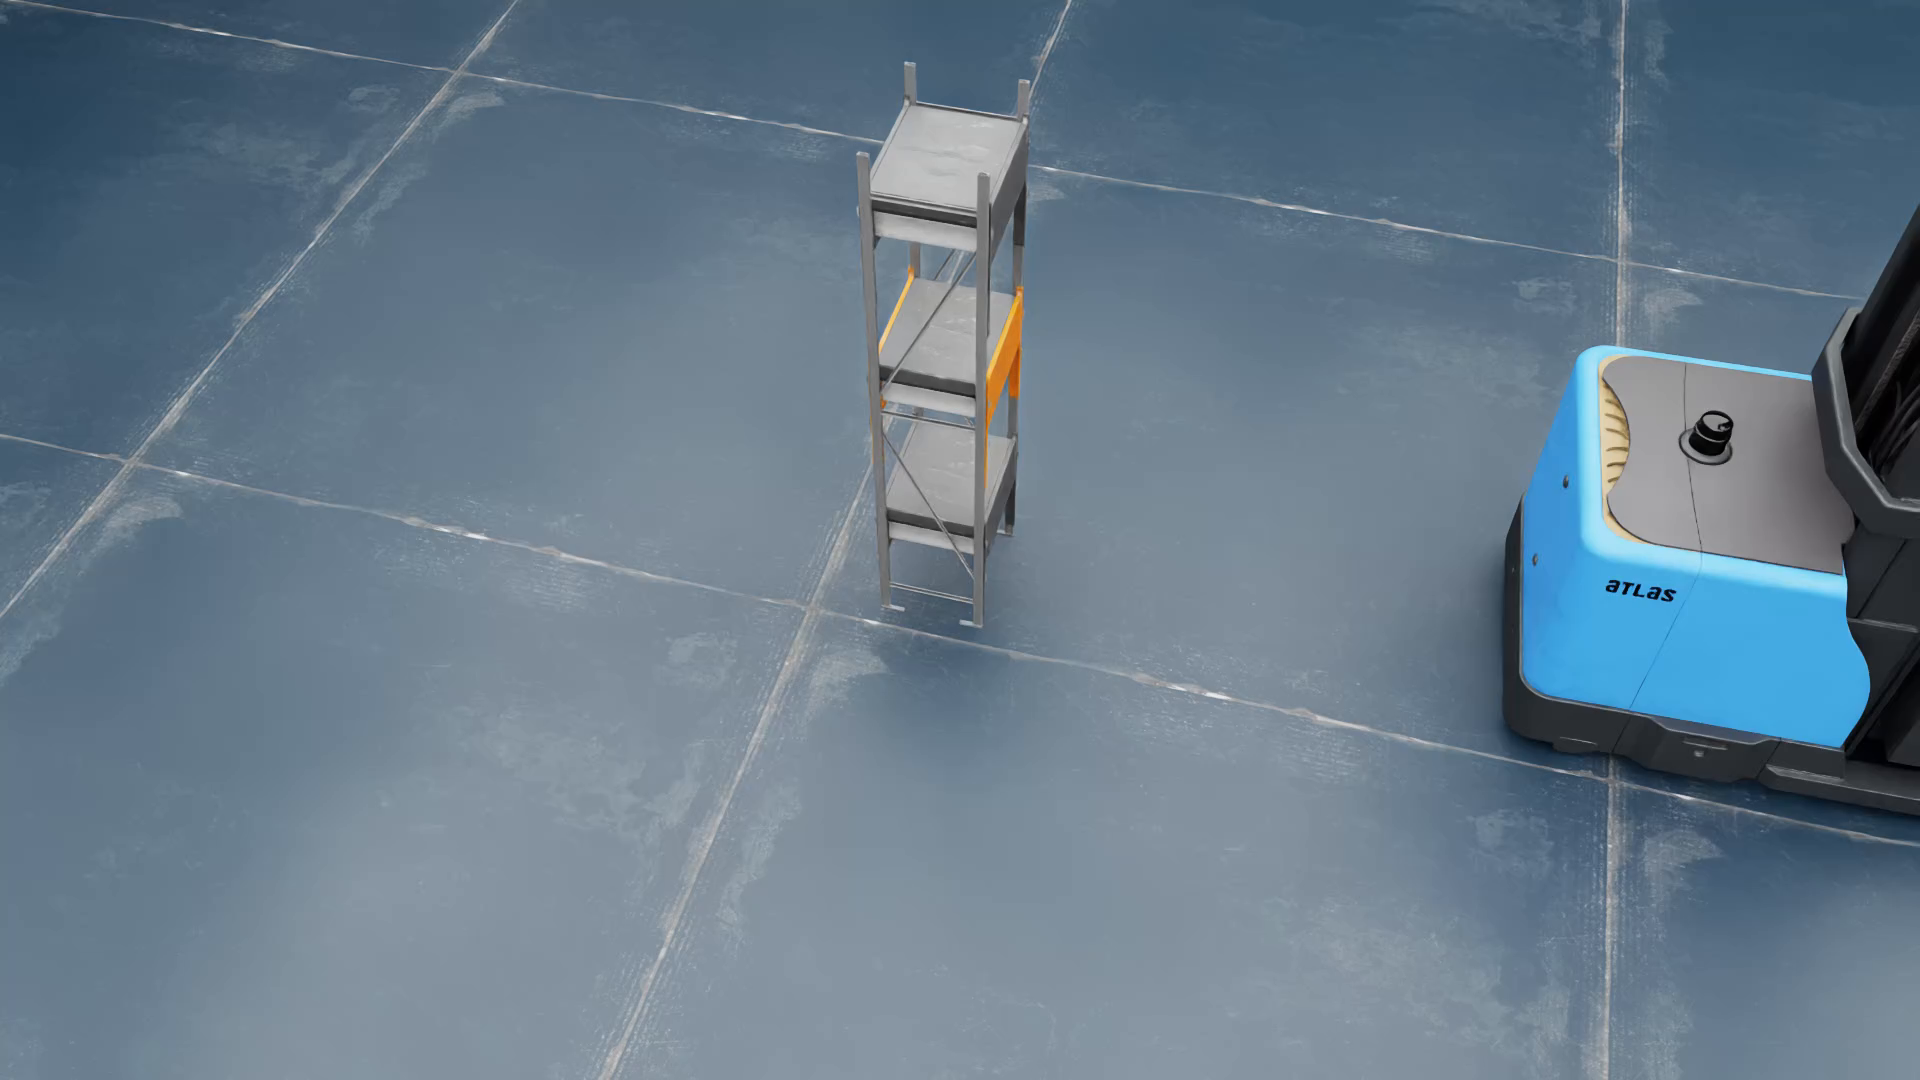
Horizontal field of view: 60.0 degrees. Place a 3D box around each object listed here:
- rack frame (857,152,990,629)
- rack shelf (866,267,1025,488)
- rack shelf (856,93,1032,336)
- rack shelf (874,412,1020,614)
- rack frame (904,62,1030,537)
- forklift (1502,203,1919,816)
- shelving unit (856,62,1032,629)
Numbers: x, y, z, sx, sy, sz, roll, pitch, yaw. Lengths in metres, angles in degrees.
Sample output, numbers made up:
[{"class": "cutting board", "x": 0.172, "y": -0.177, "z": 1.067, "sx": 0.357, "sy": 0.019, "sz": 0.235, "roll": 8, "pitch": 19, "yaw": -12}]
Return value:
[{"class": "rack frame", "x": -0.108, "y": -0.399, "z": 5.620, "sx": 0.400, "sy": 2.100, "sz": 0.015, "roll": 12, "pitch": 50, "yaw": 10}, {"class": "rack shelf", "x": -0.044, "y": -0.566, "z": 5.786, "sx": 0.431, "sy": 0.518, "sz": 0.480, "roll": 12, "pitch": 50, "yaw": 10}, {"class": "rack shelf", "x": -0.044, "y": -1.029, "z": 5.261, "sx": 0.431, "sy": 0.518, "sz": 0.480, "roll": 12, "pitch": 50, "yaw": 10}, {"class": "rack shelf", "x": -0.044, "y": -0.103, "z": 6.311, "sx": 0.431, "sy": 0.518, "sz": 0.480, "roll": 12, "pitch": 50, "yaw": 10}, {"class": "rack frame", "x": 0.021, "y": -0.752, "z": 5.932, "sx": 0.400, "sy": 2.100, "sz": 0.015, "roll": 12, "pitch": 50, "yaw": 10}, {"class": "forklift", "x": 3.537, "y": -0.356, "z": 5.028, "sx": 3.031, "sy": 2.935, "sz": 1.130, "roll": 10, "pitch": 49, "yaw": 9}, {"class": "shelving unit", "x": -0.044, "y": -0.575, "z": 5.776, "sx": 0.431, "sy": 2.100, "sz": 0.503, "roll": 12, "pitch": 50, "yaw": 10}]
